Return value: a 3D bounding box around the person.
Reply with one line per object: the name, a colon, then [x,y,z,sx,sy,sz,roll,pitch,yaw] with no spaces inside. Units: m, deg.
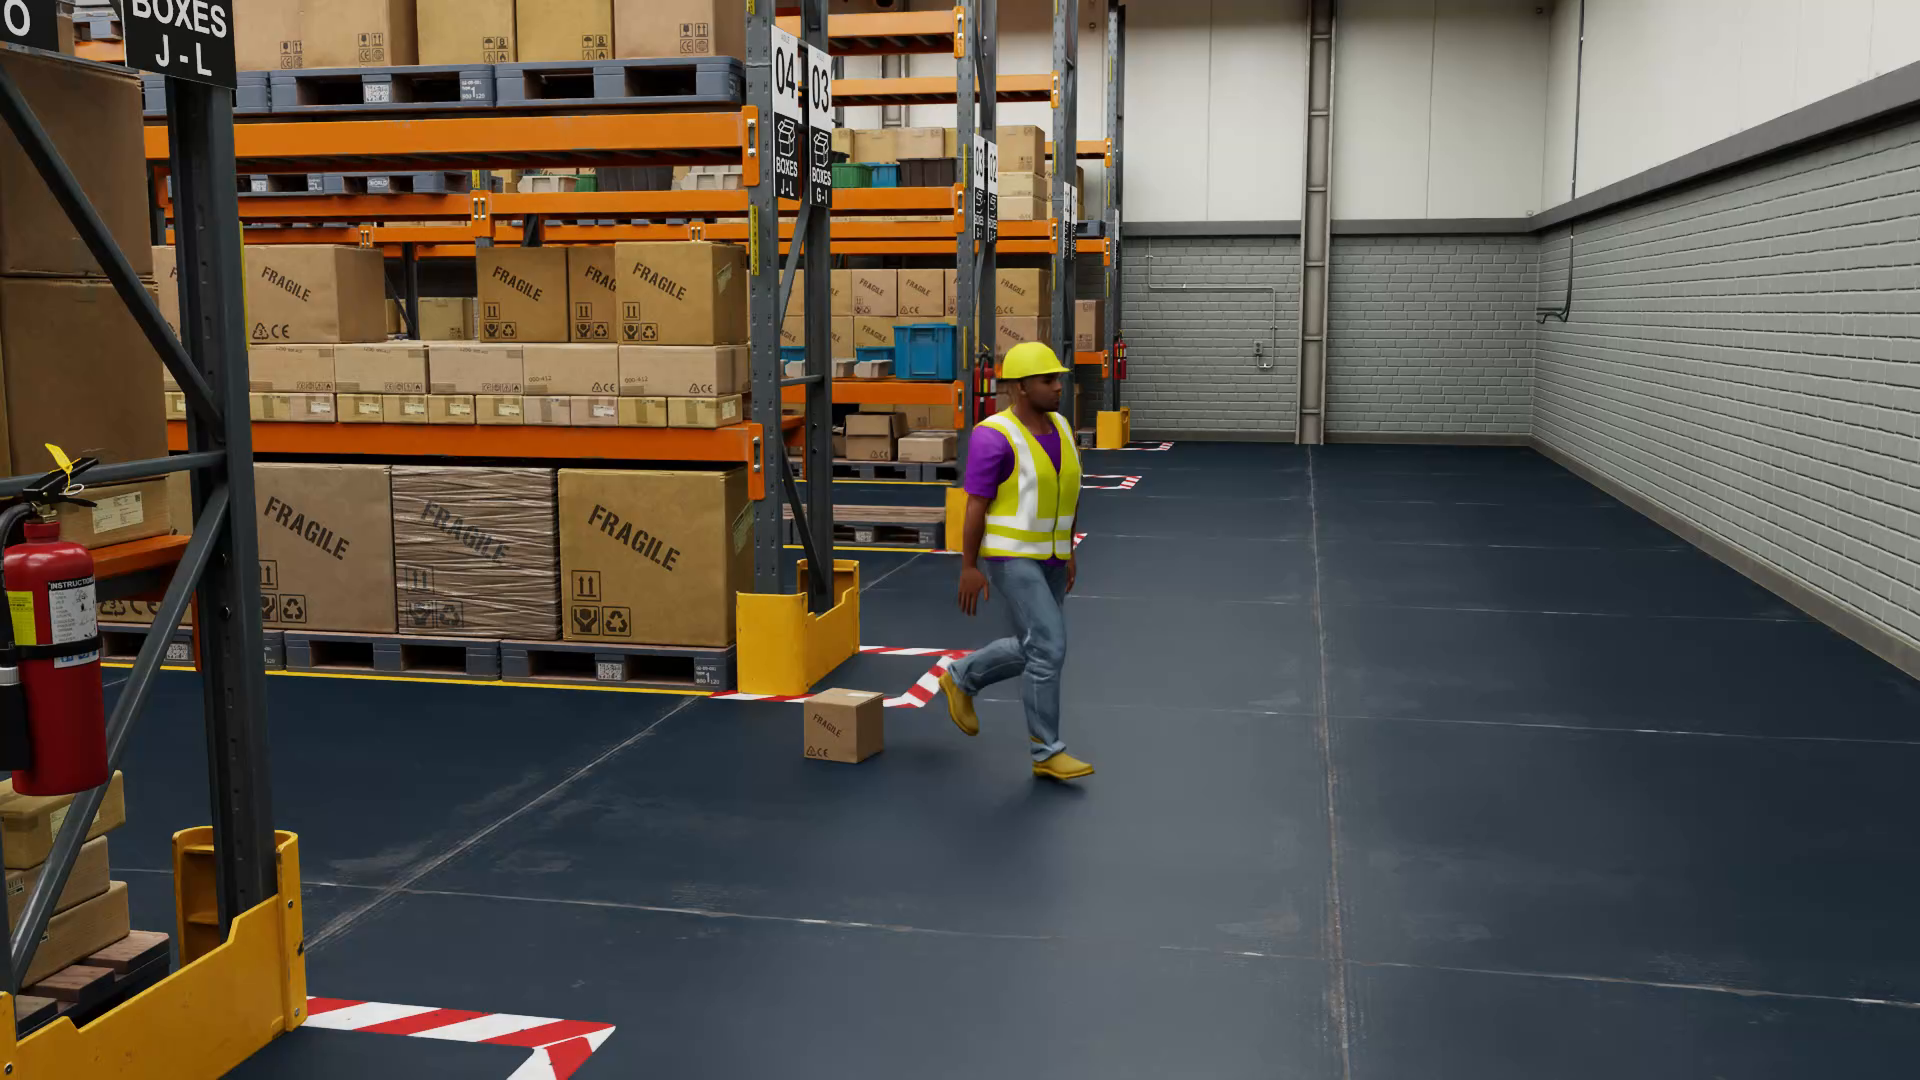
person: [0.224,0.064,6.784,0.921,1.735,0.610,7,10,40]
